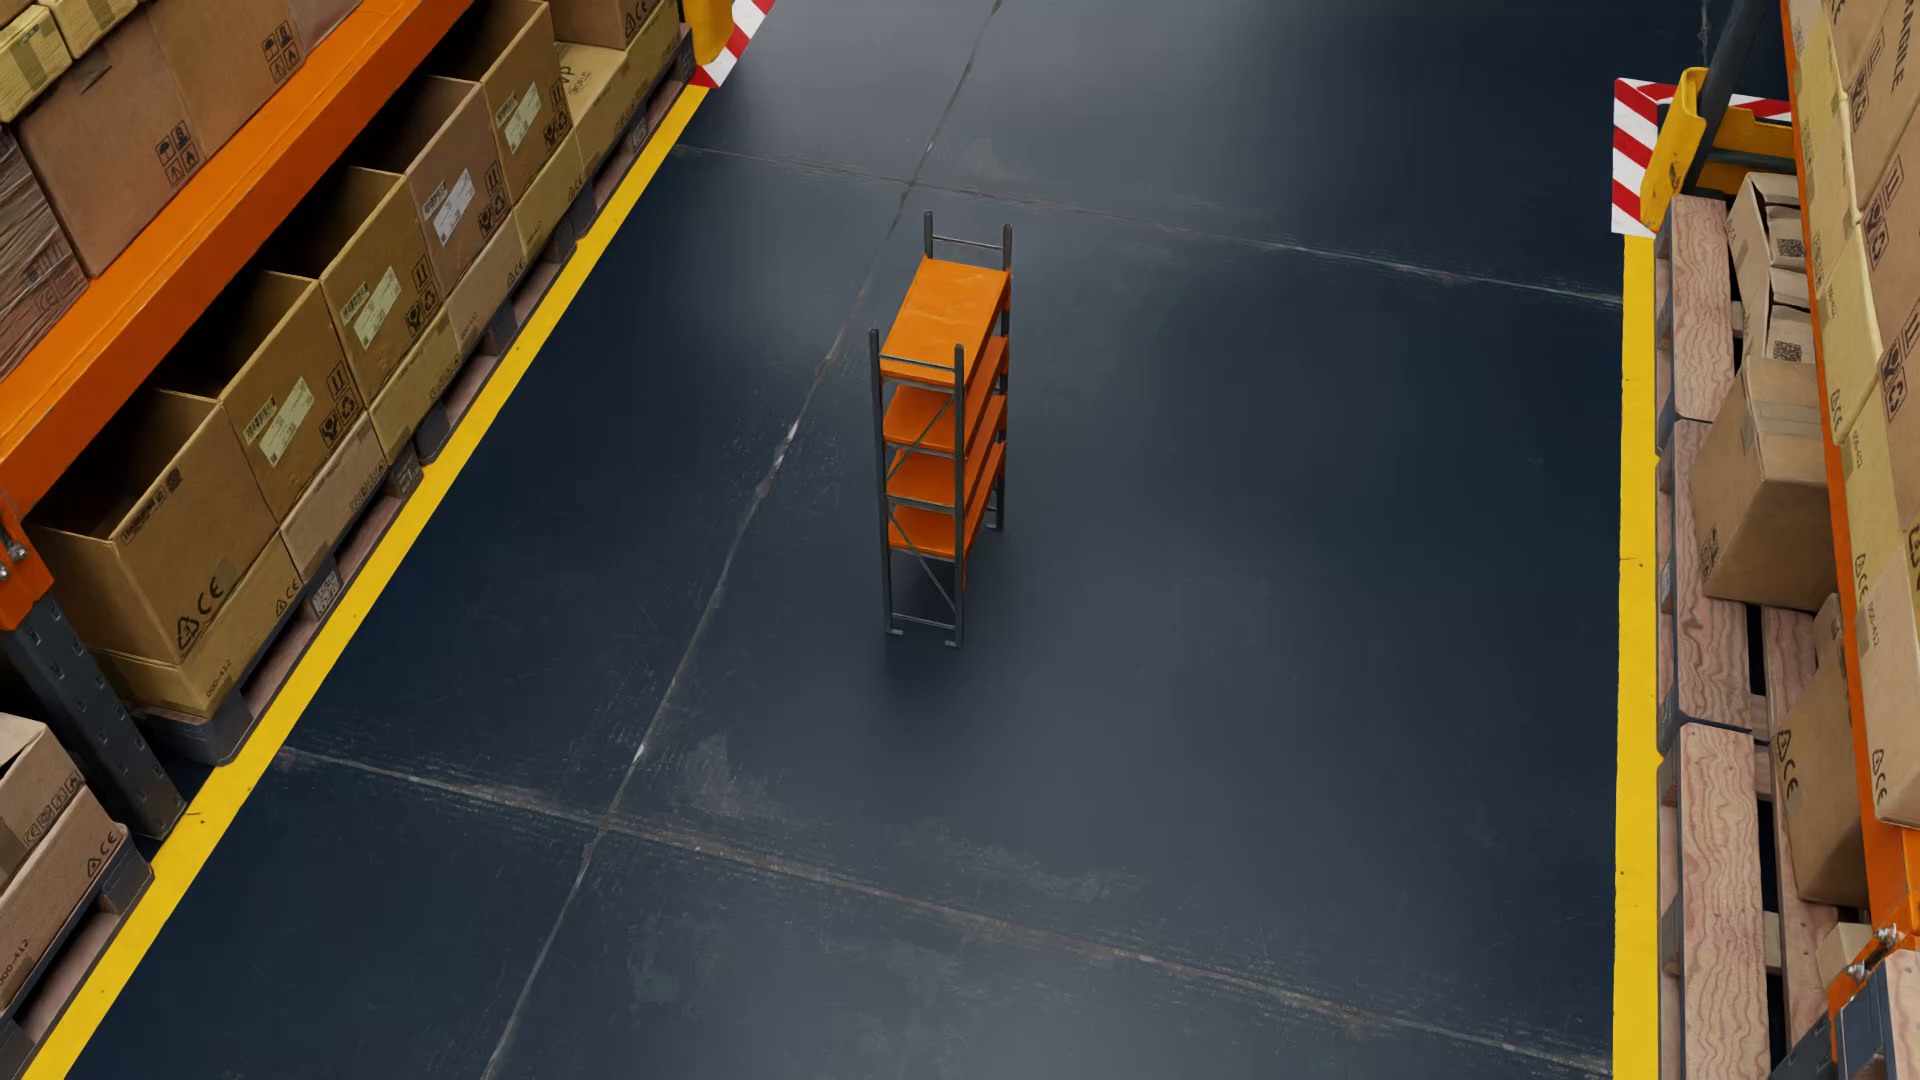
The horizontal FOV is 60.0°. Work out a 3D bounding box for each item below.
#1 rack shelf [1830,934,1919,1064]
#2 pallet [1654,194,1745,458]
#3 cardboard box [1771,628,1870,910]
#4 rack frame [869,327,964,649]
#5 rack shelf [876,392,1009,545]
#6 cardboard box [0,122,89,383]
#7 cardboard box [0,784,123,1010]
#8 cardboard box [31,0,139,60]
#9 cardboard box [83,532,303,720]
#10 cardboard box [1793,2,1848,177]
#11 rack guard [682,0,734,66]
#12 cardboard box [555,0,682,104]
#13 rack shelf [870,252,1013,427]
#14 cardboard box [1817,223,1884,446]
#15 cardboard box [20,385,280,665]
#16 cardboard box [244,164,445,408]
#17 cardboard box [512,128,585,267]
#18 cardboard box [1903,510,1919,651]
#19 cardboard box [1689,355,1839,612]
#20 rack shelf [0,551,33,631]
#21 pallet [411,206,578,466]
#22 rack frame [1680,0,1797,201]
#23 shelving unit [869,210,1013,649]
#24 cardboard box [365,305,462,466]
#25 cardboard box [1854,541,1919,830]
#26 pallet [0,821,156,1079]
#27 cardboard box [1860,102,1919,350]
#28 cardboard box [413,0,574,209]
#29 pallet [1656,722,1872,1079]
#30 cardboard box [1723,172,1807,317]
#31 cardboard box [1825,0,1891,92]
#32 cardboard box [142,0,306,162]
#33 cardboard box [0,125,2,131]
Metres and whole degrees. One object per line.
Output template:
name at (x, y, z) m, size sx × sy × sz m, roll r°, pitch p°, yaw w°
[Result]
rack shelf at (1.622, 2.348, 1.657) m, size 1.077 × 0.370 × 4.000 m, roll 12°, pitch 50°, yaw 10°
pallet at (2.934, -0.672, 5.702) m, size 1.003 × 0.211 × 1.213 m, roll 12°, pitch 50°, yaw 10°
cardboard box at (2.383, 0.586, 4.106) m, size 0.500 × 0.500 × 0.500 m, roll 8°, pitch 49°, yaw 7°
rack frame at (-0.108, -0.101, 4.539) m, size 0.240 × 1.200 × 0.015 m, roll 12°, pitch 50°, yaw 10°
rack shelf at (-0.044, -0.233, 4.745) m, size 0.258 × 0.148 × 0.480 m, roll 12°, pitch 50°, yaw 10°
cardboard box at (-2.521, -0.667, 3.771) m, size 0.700 × 0.500 × 0.500 m, roll 10°, pitch 49°, yaw 9°
cardboard box at (-2.461, 0.817, 4.082) m, size 0.500 × 0.250 × 0.500 m, roll 11°, pitch 50°, yaw 10°
cardboard box at (-2.174, -1.274, 3.874) m, size 0.380 × 0.149 × 0.250 m, roll 11°, pitch 50°, yaw 10°
cardboard box at (-2.217, 0.184, 4.641) m, size 0.500 × 0.250 × 0.500 m, roll 12°, pitch 50°, yaw 10°
cardboard box at (2.504, -1.151, 4.352) m, size 0.500 × 0.250 × 0.500 m, roll 11°, pitch 49°, yaw 9°
rack guard at (-1.572, -2.395, 7.030) m, size 1.175 × 0.500 × 0.348 m, roll 12°, pitch 50°, yaw 10°
cardboard box at (-1.435, -1.988, 6.557) m, size 0.500 × 0.250 × 0.500 m, roll 12°, pitch 50°, yaw 10°
rack shelf at (-0.044, -0.537, 4.400) m, size 0.258 × 0.148 × 0.480 m, roll 12°, pitch 50°, yaw 10°
cardboard box at (2.238, -0.422, 3.708) m, size 0.500 × 0.250 × 0.500 m, roll 11°, pitch 50°, yaw 10°
cardboard box at (-2.207, -0.062, 4.358) m, size 0.500 × 0.500 × 0.500 m, roll 12°, pitch 50°, yaw 10°
cardboard box at (-1.944, -0.786, 4.996) m, size 0.500 × 0.500 × 0.500 m, roll 12°, pitch 50°, yaw 10°
cardboard box at (-1.684, -1.262, 5.917) m, size 0.500 × 0.250 × 0.500 m, roll 12°, pitch 50°, yaw 10°
cardboard box at (1.975, 0.055, 2.787) m, size 0.500 × 0.500 × 0.500 m, roll 11°, pitch 50°, yaw 10°
cardboard box at (2.541, -0.132, 4.740) m, size 0.700 × 0.500 × 0.500 m, roll 9°, pitch 49°, yaw 8°
rack shelf at (-3.158, 1.373, 2.517) m, size 1.077 × 0.370 × 4.000 m, roll 12°, pitch 50°, yaw 10°
pallet at (-2.062, -0.841, 5.851) m, size 1.003 × 0.211 × 1.213 m, roll 12°, pitch 50°, yaw 10°
rack frame at (3.202, -2.230, 5.217) m, size 1.000 × 3.000 × 0.127 m, roll 12°, pitch 50°, yaw 10°
shelving unit at (-0.044, -0.277, 4.694) m, size 0.258 × 1.200 × 0.503 m, roll 12°, pitch 50°, yaw 10°
cardboard box at (-1.944, -0.537, 5.278) m, size 0.500 × 0.250 × 0.500 m, roll 12°, pitch 50°, yaw 10°
cardboard box at (1.981, 0.304, 3.068) m, size 0.500 × 0.250 × 0.500 m, roll 12°, pitch 50°, yaw 10°
pallet at (-2.788, 1.152, 4.093) m, size 1.003 × 0.211 × 1.213 m, roll 12°, pitch 50°, yaw 10°
cardboard box at (2.244, -0.669, 3.426) m, size 0.500 × 0.500 × 0.500 m, roll 10°, pitch 49°, yaw 9°
cardboard box at (-1.682, -1.509, 5.635) m, size 0.500 × 0.500 × 0.500 m, roll 12°, pitch 50°, yaw 10°
pallet at (2.291, 1.093, 4.144) m, size 1.003 × 0.211 × 1.213 m, roll 12°, pitch 50°, yaw 10°
cardboard box at (2.933, -1.003, 5.635) m, size 0.500 × 0.311 × 0.500 m, roll 7°, pitch 49°, yaw 6°
cardboard box at (2.504, -1.421, 4.090) m, size 0.500 × 0.500 × 0.500 m, roll 10°, pitch 49°, yaw 9°
cardboard box at (-2.252, -1.412, 4.429) m, size 0.700 × 0.500 × 0.500 m, roll 12°, pitch 50°, yaw 11°
cardboard box at (-2.308, -0.897, 3.542) m, size 0.380 × 0.149 × 0.250 m, roll 12°, pitch 50°, yaw 11°
